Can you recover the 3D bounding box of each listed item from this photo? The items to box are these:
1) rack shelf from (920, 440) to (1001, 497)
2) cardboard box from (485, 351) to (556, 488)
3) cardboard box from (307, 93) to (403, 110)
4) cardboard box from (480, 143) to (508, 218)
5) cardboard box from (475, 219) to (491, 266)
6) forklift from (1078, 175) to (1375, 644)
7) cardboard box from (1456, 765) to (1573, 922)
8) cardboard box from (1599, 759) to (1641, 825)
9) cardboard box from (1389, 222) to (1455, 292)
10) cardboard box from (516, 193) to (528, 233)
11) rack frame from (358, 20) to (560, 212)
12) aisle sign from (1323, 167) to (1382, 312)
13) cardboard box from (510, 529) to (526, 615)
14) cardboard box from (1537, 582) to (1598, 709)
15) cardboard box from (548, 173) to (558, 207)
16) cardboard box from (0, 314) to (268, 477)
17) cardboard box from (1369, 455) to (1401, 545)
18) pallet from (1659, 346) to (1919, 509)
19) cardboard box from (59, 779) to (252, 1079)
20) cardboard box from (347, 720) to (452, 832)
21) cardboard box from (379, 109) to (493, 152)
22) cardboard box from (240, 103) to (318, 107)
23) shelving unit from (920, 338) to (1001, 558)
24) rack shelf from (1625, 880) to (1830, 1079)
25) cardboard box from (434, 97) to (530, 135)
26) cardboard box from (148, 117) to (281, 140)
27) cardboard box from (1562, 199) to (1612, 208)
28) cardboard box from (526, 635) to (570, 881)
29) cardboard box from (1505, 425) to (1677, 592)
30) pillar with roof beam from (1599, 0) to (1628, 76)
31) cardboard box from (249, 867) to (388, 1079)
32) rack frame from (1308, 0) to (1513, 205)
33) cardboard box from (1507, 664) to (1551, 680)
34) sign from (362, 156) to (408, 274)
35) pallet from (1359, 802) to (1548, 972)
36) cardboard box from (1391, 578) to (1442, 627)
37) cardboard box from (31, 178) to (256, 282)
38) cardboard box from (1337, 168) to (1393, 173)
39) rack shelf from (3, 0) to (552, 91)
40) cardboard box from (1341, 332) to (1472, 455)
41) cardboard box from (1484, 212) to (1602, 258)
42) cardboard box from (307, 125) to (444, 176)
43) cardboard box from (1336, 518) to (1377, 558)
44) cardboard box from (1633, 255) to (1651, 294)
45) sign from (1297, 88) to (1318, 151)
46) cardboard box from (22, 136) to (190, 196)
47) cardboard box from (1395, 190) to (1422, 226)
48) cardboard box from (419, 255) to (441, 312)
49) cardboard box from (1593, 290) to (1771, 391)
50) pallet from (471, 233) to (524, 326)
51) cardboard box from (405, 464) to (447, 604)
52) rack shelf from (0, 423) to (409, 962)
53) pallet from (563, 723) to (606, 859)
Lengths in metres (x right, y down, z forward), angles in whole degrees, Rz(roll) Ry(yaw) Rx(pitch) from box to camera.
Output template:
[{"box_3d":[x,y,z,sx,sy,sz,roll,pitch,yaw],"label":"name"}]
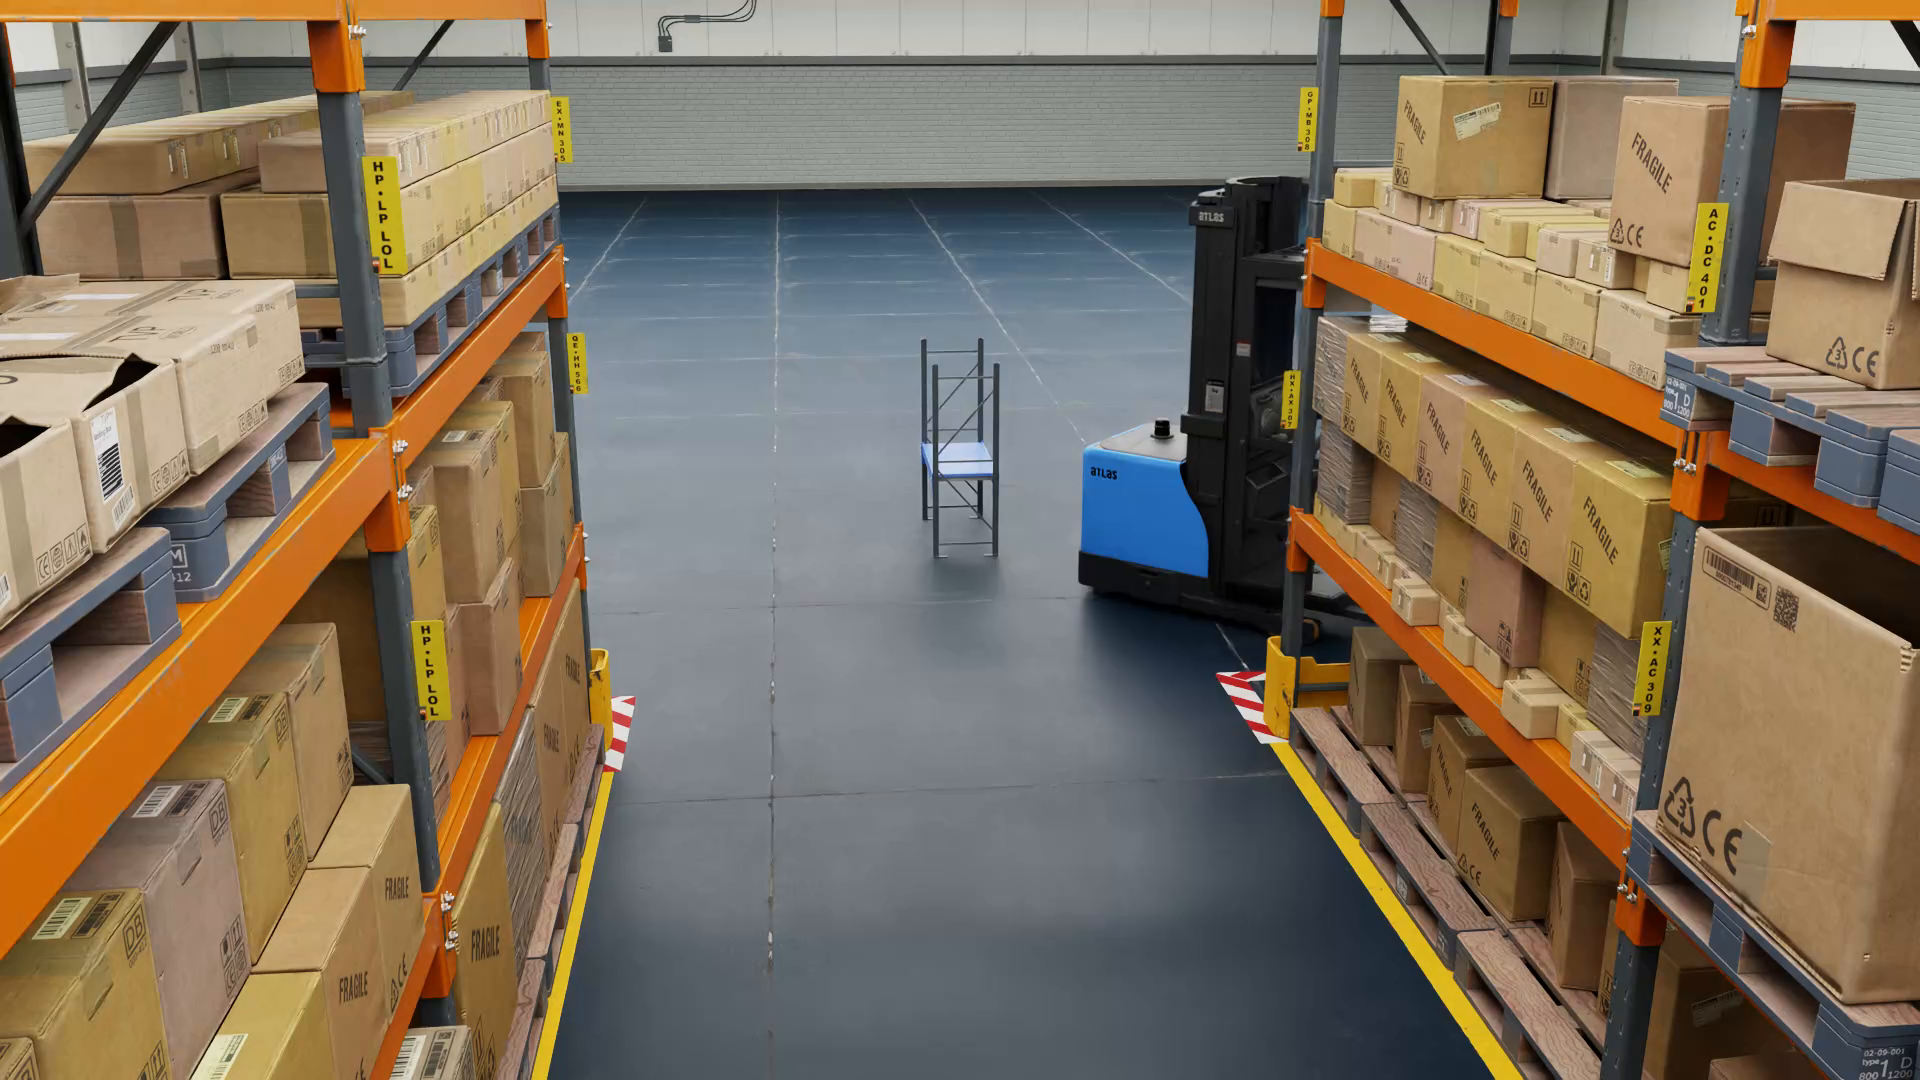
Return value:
[{"box_3d":[-0.009,-0.569,13.087,0.538,0.185,1.000,-2,18,-6],"label":"rack shelf"},{"box_3d":[-2.424,-0.570,7.932,0.875,0.550,0.550,-2,18,-6],"label":"cardboard box"},{"box_3d":[-2.829,-2.012,7.790,0.380,0.149,0.250,-2,18,-5],"label":"cardboard box"},{"box_3d":[-2.090,-1.420,6.569,0.500,0.250,0.500,-2,18,-5],"label":"cardboard box"},{"box_3d":[-1.992,-1.122,6.287,0.380,0.149,0.250,-2,18,-6],"label":"cardboard box"},{"box_3d":[2.347,-0.890,11.118,3.031,2.935,1.130,12,21,34],"label":"forklift"},{"box_3d":[2.575,1.331,7.400,0.500,0.500,0.500,-3,18,-11],"label":"cardboard box"},{"box_3d":[2.470,0.877,5.794,0.380,0.149,0.250,-2,18,-6],"label":"cardboard box"},{"box_3d":[2.271,-1.286,7.508,0.500,0.250,0.500,-2,18,-6],"label":"cardboard box"},{"box_3d":[-2.095,-1.423,7.247,0.380,0.149,0.250,-2,18,-6],"label":"cardboard box"},{"box_3d":[-2.572,-3.118,8.086,1.000,3.000,0.127,-2,18,-6],"label":"rack frame"},{"box_3d":[2.067,-1.629,9.017,0.394,0.787,0.004,-2,18,-6],"label":"aisle sign"},{"box_3d":[-2.477,0.115,7.551,0.875,0.550,0.550,-2,18,-6],"label":"cardboard box"},{"box_3d":[2.783,0.337,6.433,0.875,0.500,0.500,-2,18,-6],"label":"cardboard box"},{"box_3d":[-2.200,-1.727,8.213,0.380,0.149,0.250,-2,18,-6],"label":"cardboard box"},{"box_3d":[-1.813,-0.311,3.534,0.500,0.250,0.500,-2,18,-6],"label":"cardboard box"},{"box_3d":[2.573,-0.259,8.330,0.875,0.500,0.500,-2,18,-6],"label":"cardboard box"},{"box_3d":[2.742,-0.342,4.563,1.213,0.211,1.003,-2,18,-6],"label":"pallet"},{"box_3d":[-1.995,0.862,3.586,0.700,0.500,0.500,-2,18,-5],"label":"cardboard box"},{"box_3d":[-2.209,0.755,5.515,0.875,0.550,0.550,-2,18,-6],"label":"cardboard box"},{"box_3d":[-2.016,-1.576,6.402,0.380,0.149,0.250,-2,18,-6],"label":"cardboard box"},{"box_3d":[-2.724,-1.708,6.821,0.380,0.149,0.250,-2,18,-6],"label":"cardboard box"},{"box_3d":[-0.009,-0.741,13.033,0.538,1.500,1.048,-2,18,-6],"label":"shelving unit"},{"box_3d":[2.991,1.752,3.791,1.077,0.370,4.000,-2,18,-6],"label":"rack shelf"},{"box_3d":[-2.120,-1.878,7.364,0.380,0.149,0.250,-1,17,-5],"label":"cardboard box"},{"box_3d":[-2.619,-1.405,5.857,0.380,0.149,0.250,-2,18,-5],"label":"cardboard box"},{"box_3d":[2.820,-1.385,7.158,0.380,0.149,0.250,-3,18,-8],"label":"cardboard box"},{"box_3d":[-2.343,1.019,7.768,0.875,0.875,0.875,-2,18,-7],"label":"cardboard box"},{"box_3d":[2.412,-0.129,6.246,0.500,0.500,0.500,-2,18,-6],"label":"cardboard box"},{"box_3d":[10.709,-12.324,37.408,9.100,9.000,0.400,-2,18,-6],"label":"pillar with roof beam"},{"box_3d":[-1.787,1.186,4.225,0.500,0.500,0.500,-2,18,-6],"label":"cardboard box"},{"box_3d":[2.372,-3.241,8.478,1.000,3.000,0.127,-2,18,-6],"label":"rack frame"},{"box_3d":[2.457,0.577,6.752,0.380,0.149,0.250,-2,18,-6],"label":"cardboard box"},{"box_3d":[-1.620,-0.912,4.678,0.100,0.325,0.005,-2,18,-6],"label":"sign"},{"box_3d":[2.551,1.580,7.793,1.003,0.211,1.213,-2,18,-6],"label":"pallet"},{"box_3d":[2.223,0.283,7.688,0.380,0.149,0.250,-2,18,-6],"label":"cardboard box"},{"box_3d":[-2.465,-0.953,5.081,0.500,0.250,0.500,-2,18,-6],"label":"cardboard box"},{"box_3d":[2.171,-1.840,8.606,0.380,0.149,0.250,-2,18,-6],"label":"cardboard box"},{"box_3d":[-2.365,-1.988,6.356,1.077,0.370,4.000,-2,18,-6],"label":"rack shelf"},{"box_3d":[2.202,-0.724,8.144,0.500,0.500,0.500,-2,18,-6],"label":"cardboard box"},{"box_3d":[2.323,-1.218,6.625,0.380,0.149,0.250,-1,17,-3],"label":"cardboard box"},{"box_3d":[-1.912,-1.274,5.441,0.380,0.149,0.250,-2,18,-6],"label":"cardboard box"},{"box_3d":[2.182,-0.017,8.643,0.380,0.149,0.250,-2,18,-6],"label":"cardboard box"},{"box_3d":[2.527,-0.908,5.637,0.380,0.149,0.250,-2,17,-5],"label":"cardboard box"},{"box_3d":[1.833,-2.210,8.743,0.100,0.325,0.005,-2,18,-6],"label":"sign"},{"box_3d":[-2.514,-1.103,4.896,0.380,0.149,0.250,-2,18,-6],"label":"cardboard box"},{"box_3d":[2.228,-1.532,7.627,0.380,0.149,0.250,-2,18,-6],"label":"cardboard box"},{"box_3d":[-1.887,-0.820,5.324,0.380,0.149,0.250,-2,18,-5],"label":"cardboard box"},{"box_3d":[2.478,-0.675,5.561,0.500,0.250,0.500,-1,17,-4],"label":"cardboard box"},{"box_3d":[-2.356,-1.060,6.685,1.003,0.211,1.213,-2,18,-6],"label":"pallet"},{"box_3d":[-2.335,0.078,5.869,0.875,0.550,0.550,-2,18,-6],"label":"cardboard box"},{"box_3d":[-1.953,0.444,2.949,1.077,0.370,4.000,-2,18,-6],"label":"rack shelf"},{"box_3d":[-2.411,1.310,8.651,1.003,0.211,1.213,-2,18,-6],"label":"pallet"}]
